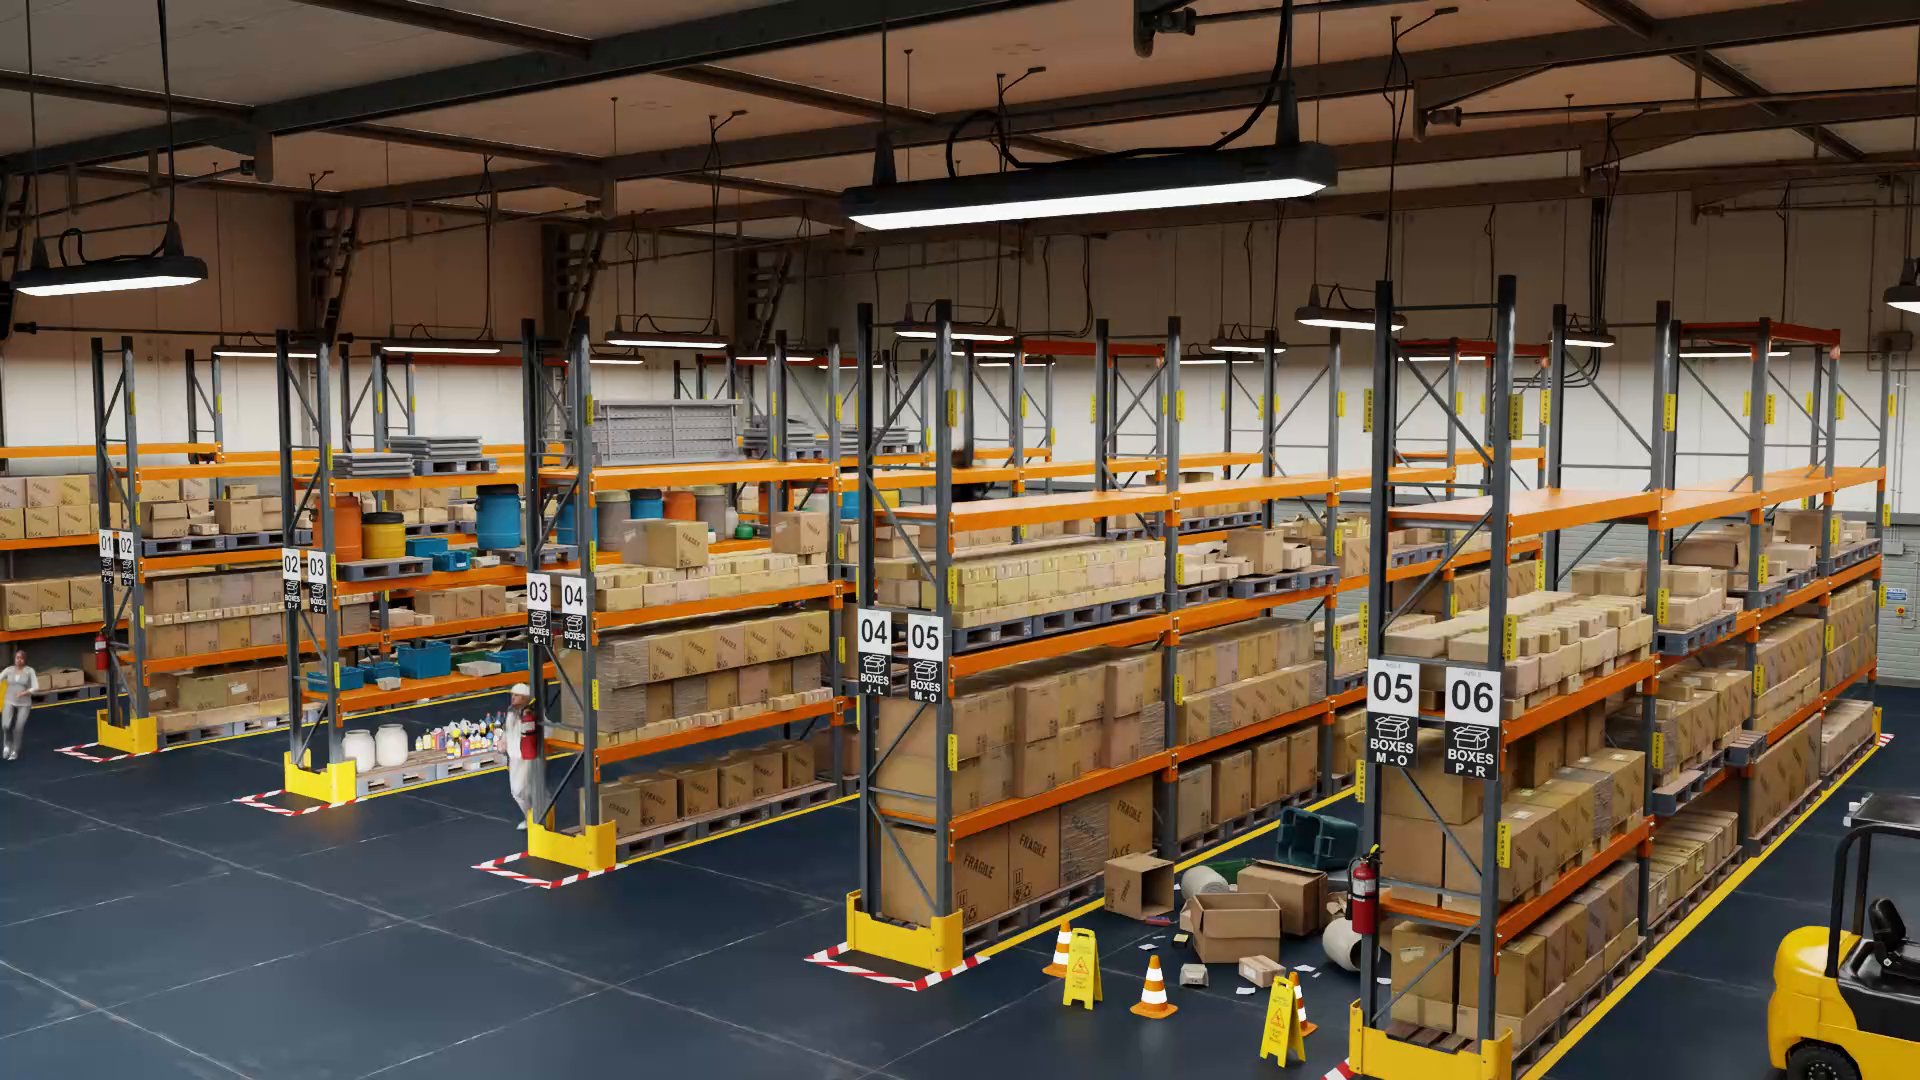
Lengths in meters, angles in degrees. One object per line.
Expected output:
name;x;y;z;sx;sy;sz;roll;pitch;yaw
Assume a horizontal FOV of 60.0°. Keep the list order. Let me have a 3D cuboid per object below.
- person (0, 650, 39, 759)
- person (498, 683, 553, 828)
person;-13.341;2.344;23.534;0.556;1.548;0.540;-2;6;-26
person;-5.225;2.575;19.936;0.672;1.731;0.572;3;6;35
